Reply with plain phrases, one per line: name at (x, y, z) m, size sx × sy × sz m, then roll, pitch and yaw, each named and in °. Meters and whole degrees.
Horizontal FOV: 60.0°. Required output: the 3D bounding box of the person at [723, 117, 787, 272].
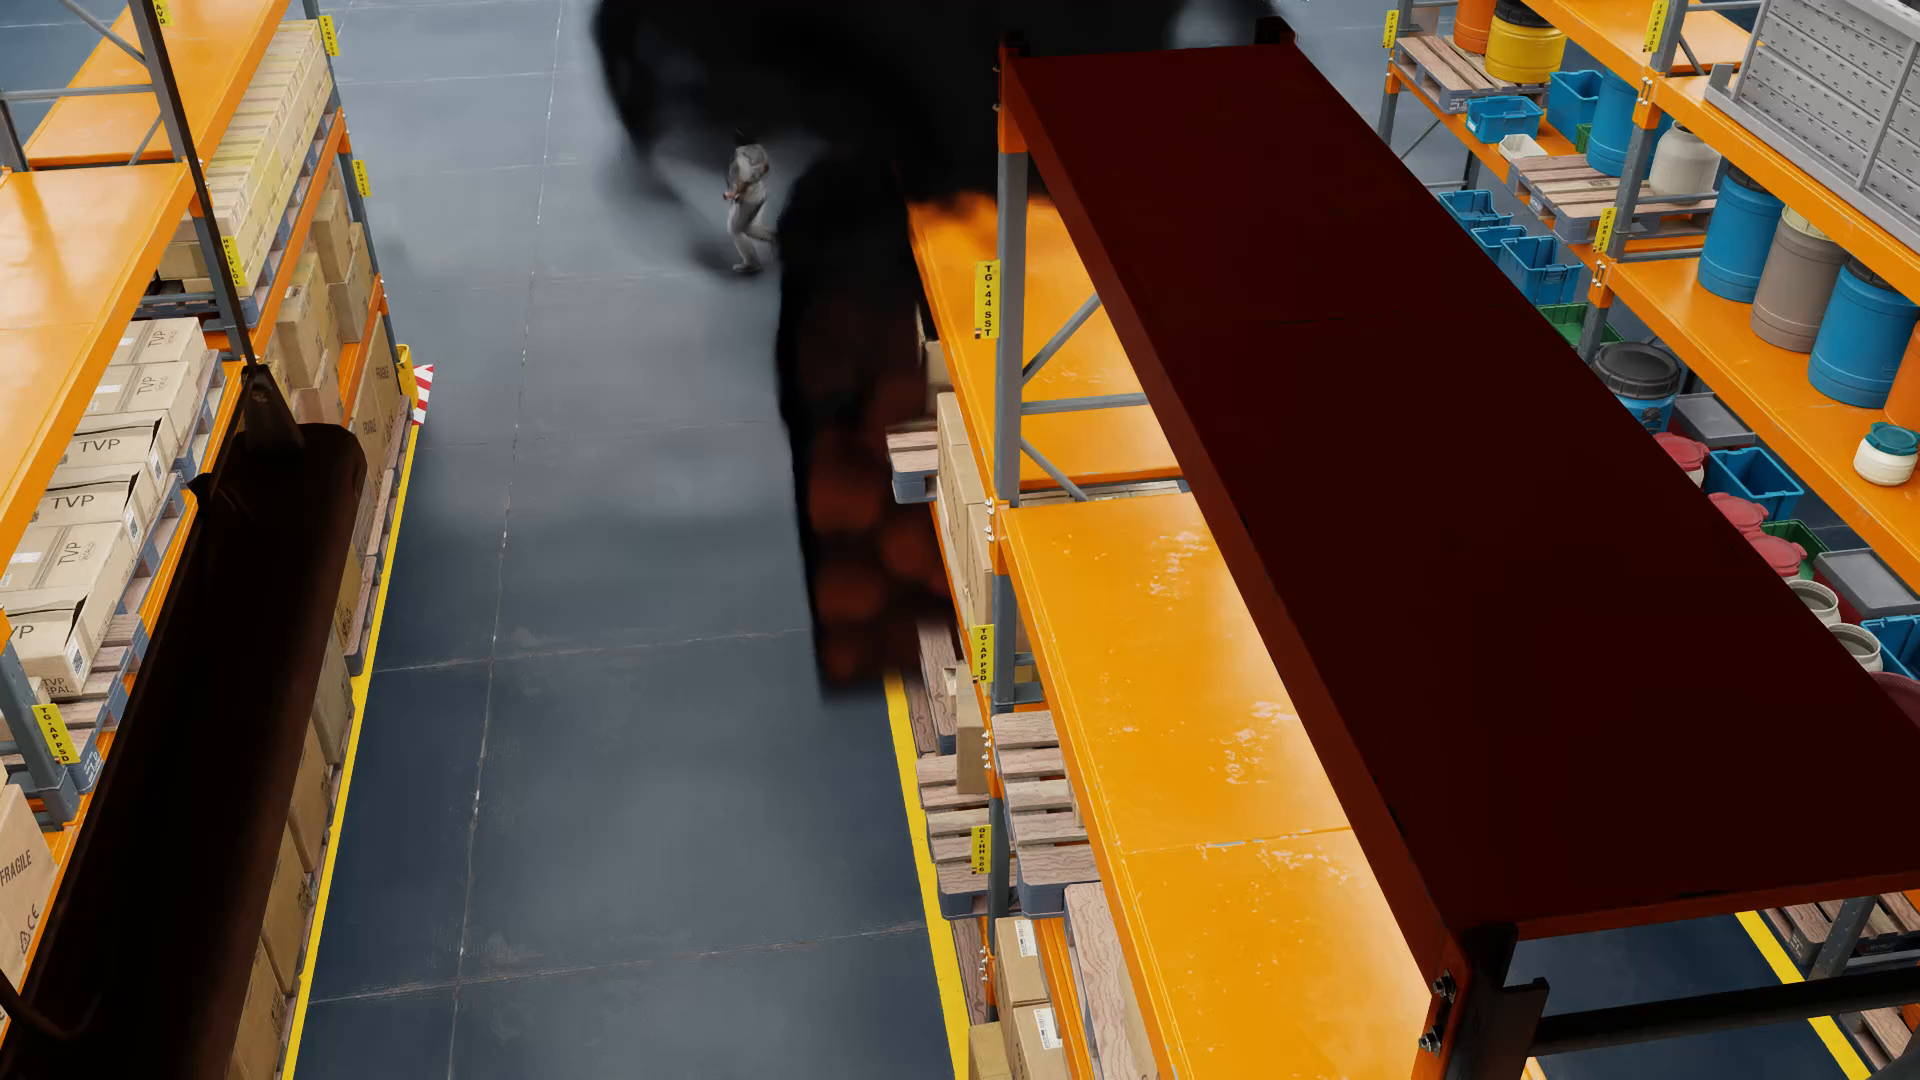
person at (-2.082, -3.458, 16.784) m, size 0.583 × 1.666 × 0.558 m, roll 12°, pitch 38°, yaw 16°
